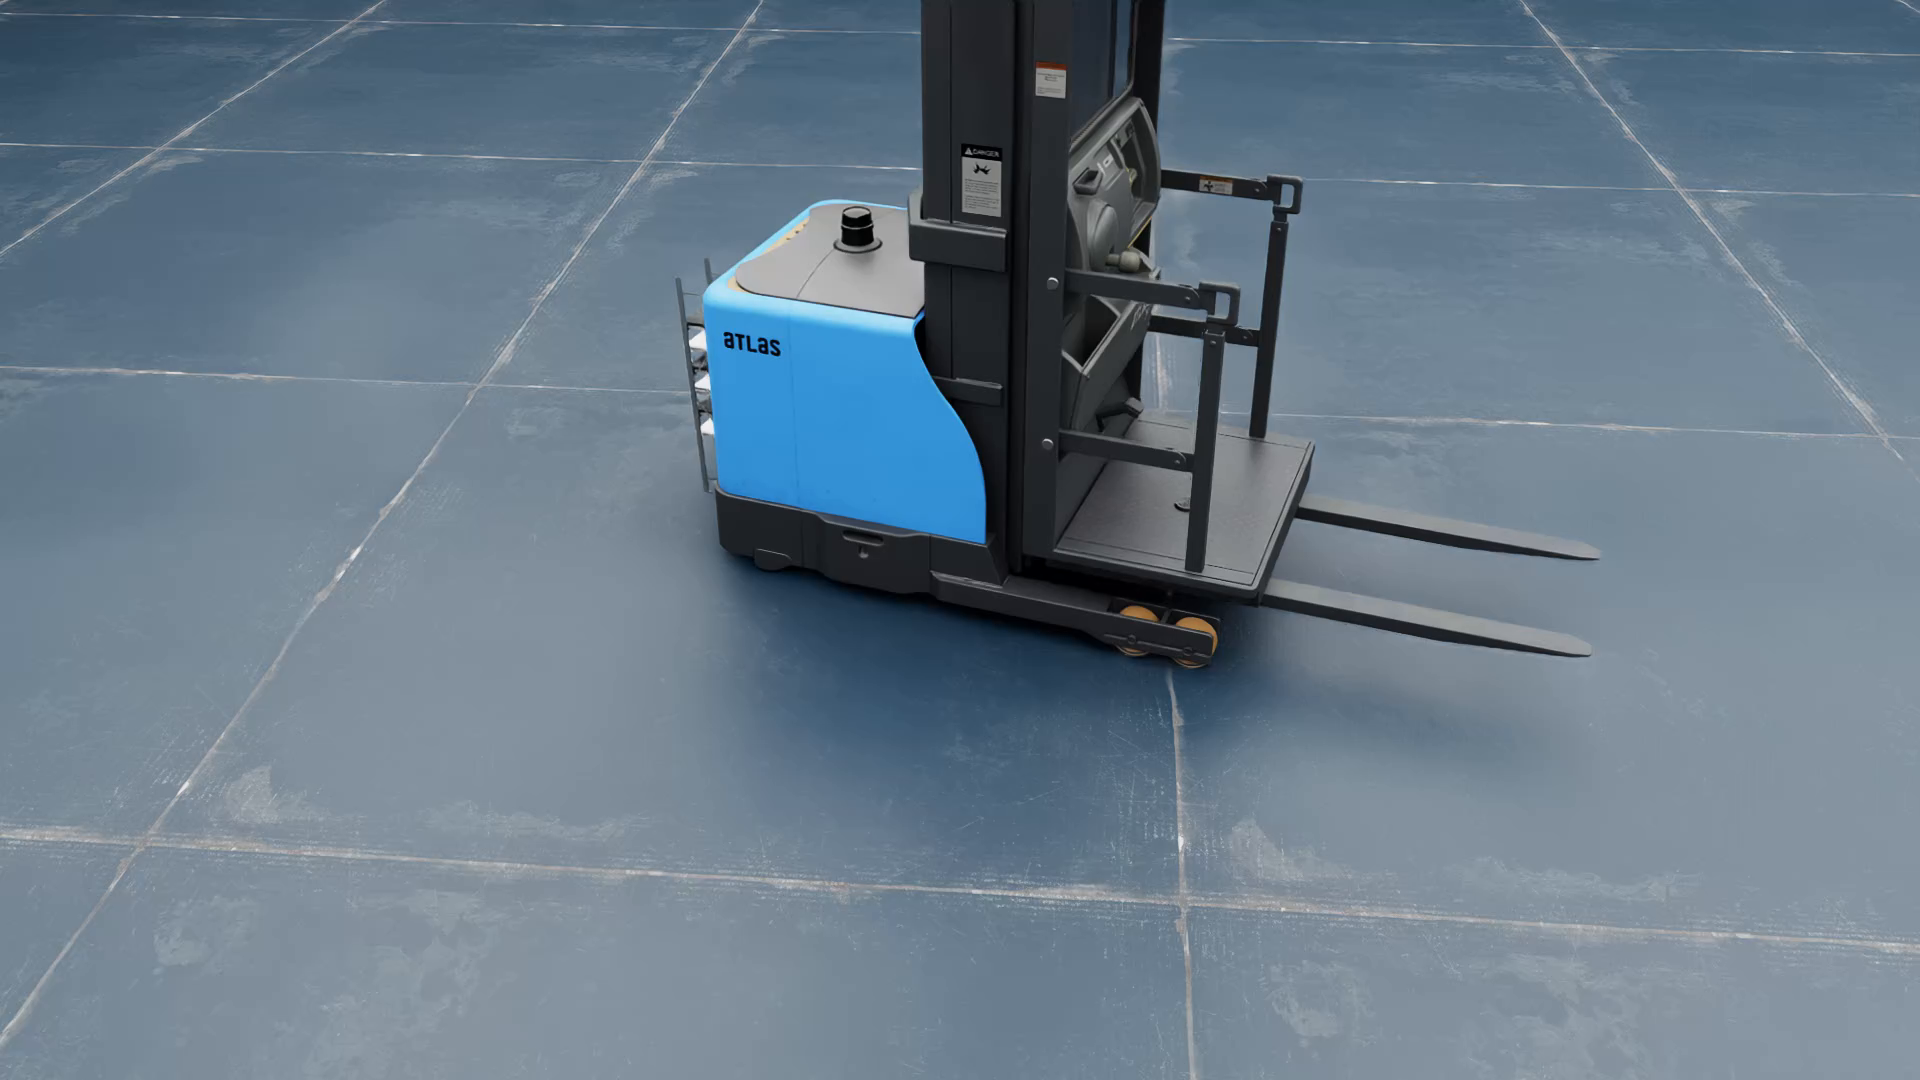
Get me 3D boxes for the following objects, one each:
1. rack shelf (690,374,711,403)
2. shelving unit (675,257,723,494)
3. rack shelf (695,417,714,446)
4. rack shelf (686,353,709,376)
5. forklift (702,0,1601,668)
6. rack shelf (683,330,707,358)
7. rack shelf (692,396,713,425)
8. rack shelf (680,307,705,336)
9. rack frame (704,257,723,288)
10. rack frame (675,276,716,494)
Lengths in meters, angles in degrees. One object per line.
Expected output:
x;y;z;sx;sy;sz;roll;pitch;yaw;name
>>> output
-0.874;-0.579;6.384;0.258;0.077;0.200;10;33;21;rack shelf
-0.876;-0.608;6.367;0.258;0.900;0.210;10;33;21;shelving unit
-0.867;-0.424;6.475;0.258;0.077;0.200;10;33;21;rack shelf
-0.878;-0.657;6.338;0.258;0.077;0.200;10;33;21;rack shelf
0.687;-1.136;5.300;3.031;2.935;1.130;11;33;17;forklift
-0.882;-0.734;6.293;0.258;0.077;0.200;10;33;21;rack shelf
-0.871;-0.502;6.430;0.258;0.077;0.200;10;33;21;rack shelf
-0.885;-0.811;6.247;0.258;0.077;0.200;10;33;21;rack shelf
-0.835;-0.657;6.447;0.240;0.900;0.006;10;33;21;rack frame
-0.916;-0.559;6.287;0.240;0.900;0.006;10;33;21;rack frame
